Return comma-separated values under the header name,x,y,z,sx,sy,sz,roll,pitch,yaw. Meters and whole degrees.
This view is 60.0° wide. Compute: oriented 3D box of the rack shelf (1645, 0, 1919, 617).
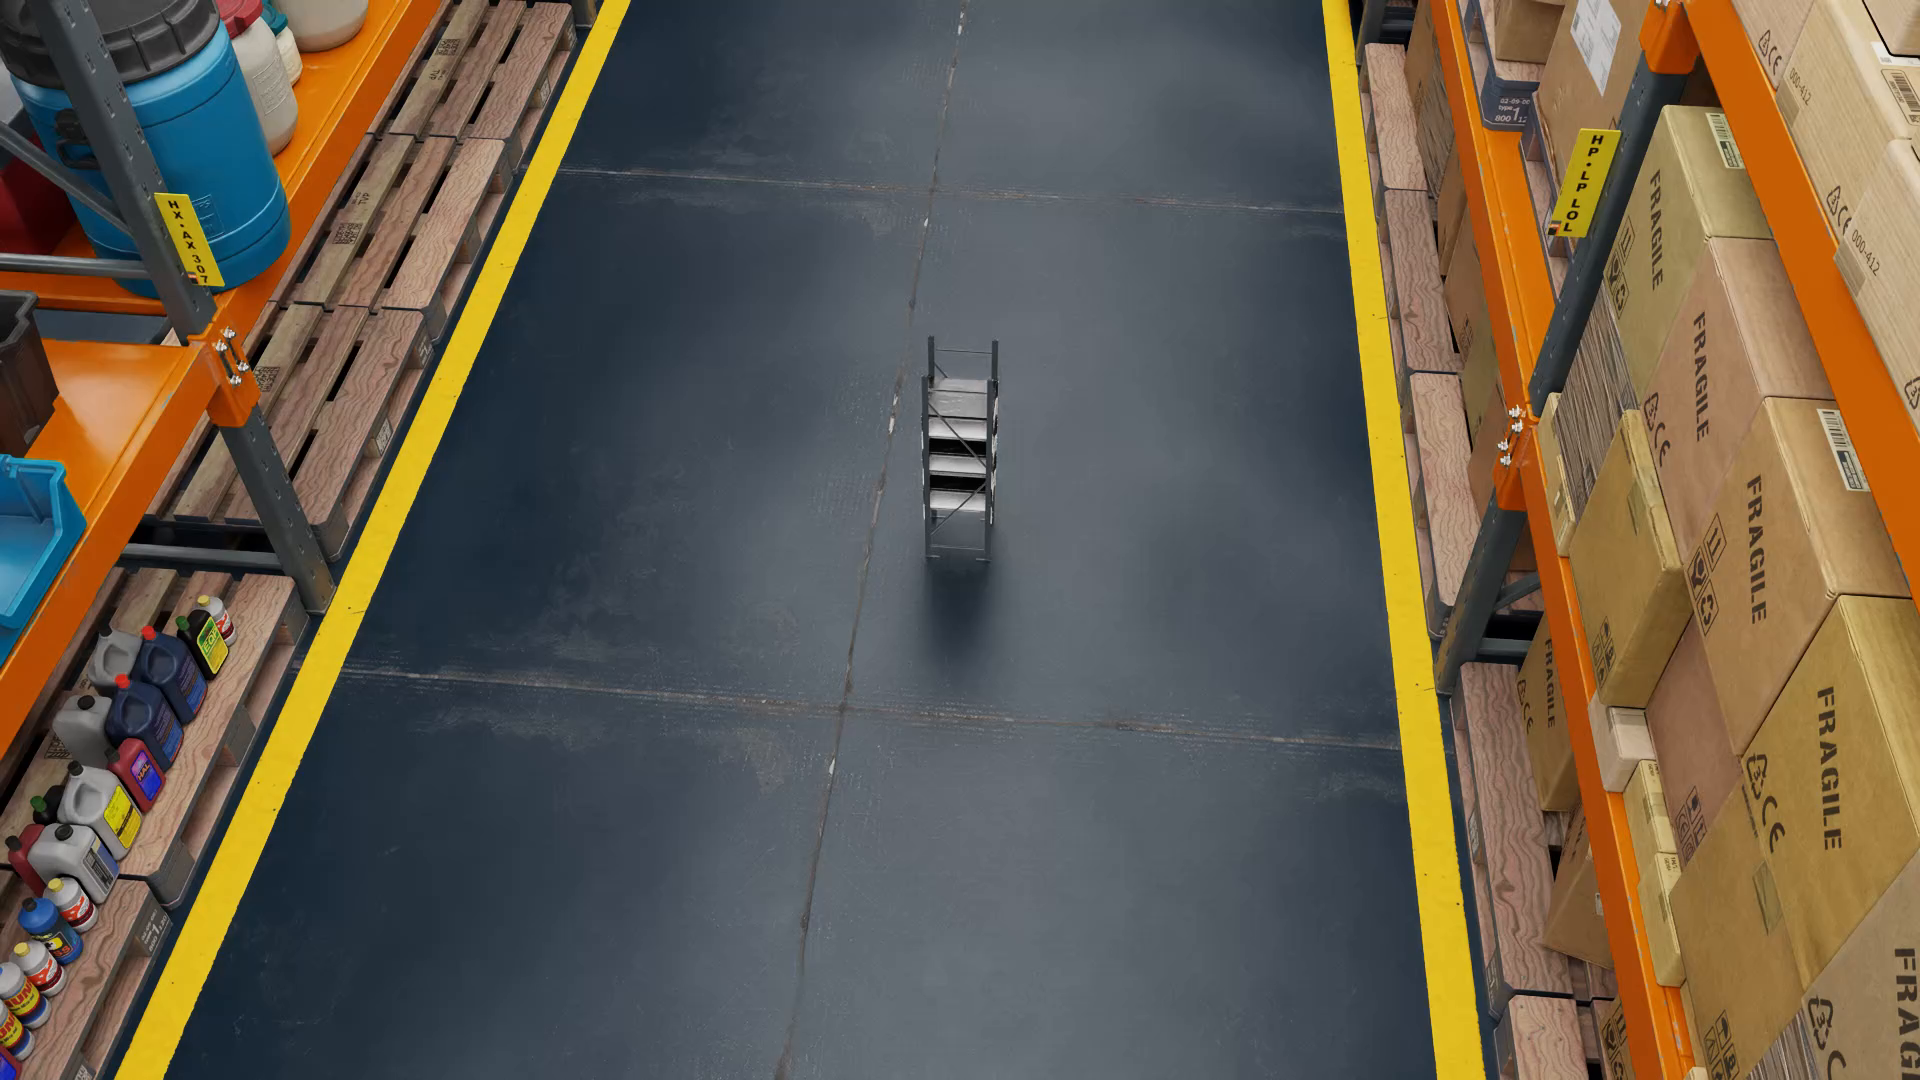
name,x,y,z,sx,sy,sz,roll,pitch,yaw
rack shelf,1.969,0.213,2.477,1.077,0.370,4.000,4,48,4

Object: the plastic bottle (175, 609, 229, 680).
name,x,y,z,sx,sy,sz,roll,pitch,yaw
plastic bottle,-2.496,0.324,5.463,0.061,0.283,0.133,6,48,5

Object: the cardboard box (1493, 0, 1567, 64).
name,x,y,z,sx,sy,sz,roll,pitch,yaw
cardboard box,2.218,-1.943,5.640,0.797,0.503,0.637,8,48,8

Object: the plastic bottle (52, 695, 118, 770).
name,x,y,z,sx,sy,sz,roll,pitch,yaw
plastic bottle,-2.720,0.593,5.222,0.152,0.276,0.135,4,48,4

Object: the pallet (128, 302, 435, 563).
name,x,y,z,sx,sy,sz,roll,pitch,yaw
pallet,-2.748,-0.458,6.526,1.003,0.211,1.213,4,48,4

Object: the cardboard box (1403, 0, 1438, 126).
name,x,y,z,sx,sy,sz,roll,pitch,yaw
cardboard box,2.475,-2.237,7.659,0.700,0.500,0.500,2,48,1

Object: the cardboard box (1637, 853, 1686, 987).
name,x,y,z,sx,sy,sz,roll,pitch,yaw
cardboard box,1.709,0.839,3.620,0.380,0.149,0.250,4,48,4

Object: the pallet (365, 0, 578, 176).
name,x,y,z,sx,sy,sz,roll,pitch,yaw
pallet,-2.525,-2.251,8.166,1.003,0.211,1.213,4,48,4

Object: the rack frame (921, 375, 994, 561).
name,x,y,z,sx,sy,sz,roll,pitch,yaw
rack frame,-0.009,-0.235,5.855,0.240,0.900,0.006,4,48,4

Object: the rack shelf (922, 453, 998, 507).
name,x,y,z,sx,sy,sz,roll,pitch,yaw
rack shelf,0.001,-0.226,6.014,0.258,0.077,0.200,4,48,4

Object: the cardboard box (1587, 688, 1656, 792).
name,x,y,z,sx,sy,sz,roll,pitch,yaw
cardboard box,1.724,0.469,3.958,0.380,0.149,0.250,4,48,4

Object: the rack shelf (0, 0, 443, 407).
name,x,y,z,sx,sy,sz,roll,pitch,yaw
rack shelf,-2.598,-2.047,6.577,1.077,0.370,4.000,4,48,4

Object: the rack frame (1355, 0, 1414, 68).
name,x,y,z,sx,sy,sz,roll,pitch,yaw
rack frame,2.516,-3.426,7.351,1.000,3.000,0.127,4,48,4

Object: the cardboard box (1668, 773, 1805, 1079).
name,x,y,z,sx,sy,sz,roll,pitch,yaw
cardboard box,1.936,0.809,3.208,0.875,0.500,0.500,4,48,4

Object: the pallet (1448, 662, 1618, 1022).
name,x,y,z,sx,sy,sz,roll,pitch,yaw
pallet,2.126,0.950,5.238,1.003,0.211,1.213,4,48,4

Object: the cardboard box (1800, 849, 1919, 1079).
name,x,y,z,sx,sy,sz,roll,pitch,yaw
cardboard box,1.679,0.825,2.516,0.500,0.500,0.500,4,48,4

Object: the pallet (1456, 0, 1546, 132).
name,x,y,z,sx,sy,sz,roll,pitch,yaw
pallet,2.377,-1.904,6.089,1.003,0.211,1.213,4,48,4

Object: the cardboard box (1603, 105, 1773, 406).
name,x,y,z,sx,sy,sz,roll,pitch,yaw
cardboard box,1.857,-0.645,3.860,0.500,0.500,0.500,4,48,4

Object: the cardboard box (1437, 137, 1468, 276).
name,x,y,z,sx,sy,sz,roll,pitch,yaw
cardboard box,2.392,-1.412,6.904,0.700,0.500,0.500,7,48,7

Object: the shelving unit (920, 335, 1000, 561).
name,x,y,z,sx,sy,sz,roll,pitch,yaw
shelving unit,0.001,-0.310,5.923,0.258,0.900,0.210,4,48,4

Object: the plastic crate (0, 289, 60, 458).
name,x,y,z,sx,sy,sz,roll,pitch,yaw
plastic crate,-2.955,-0.423,4.646,0.767,0.338,0.504,4,48,4

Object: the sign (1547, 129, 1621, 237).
name,x,y,z,sx,sy,sz,roll,pitch,yaw
sign,1.599,-0.912,4.267,0.100,0.325,0.005,4,48,4

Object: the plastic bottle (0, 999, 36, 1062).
name,x,y,z,sx,sy,sz,roll,pitch,yaw
plastic bottle,-2.638,1.329,4.553,0.097,0.271,0.097,0,48,0

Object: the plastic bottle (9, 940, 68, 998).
name,x,y,z,sx,sy,sz,roll,pitch,yaw
plastic bottle,-2.620,1.206,4.713,0.097,0.201,0.097,0,48,0

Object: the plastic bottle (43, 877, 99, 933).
name,x,y,z,sx,sy,sz,roll,pitch,yaw
plastic bottle,-2.602,1.055,4.851,0.097,0.201,0.097,0,48,0

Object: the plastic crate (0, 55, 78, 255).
name,x,y,z,sx,sy,sz,roll,pitch,yaw
plastic crate,-3.041,-1.218,5.288,0.402,0.464,0.583,4,48,4

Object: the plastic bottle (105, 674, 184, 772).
name,x,y,z,sx,sy,sz,roll,pitch,yaw
plastic bottle,-2.570,0.559,5.203,0.144,0.351,0.185,2,48,2

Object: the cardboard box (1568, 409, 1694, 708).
name,x,y,z,sx,sy,sz,roll,pitch,yaw
cardboard box,1.968,0.071,3.883,0.875,0.500,0.500,4,48,4

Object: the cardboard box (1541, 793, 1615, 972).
name,x,y,z,sx,sy,sz,roll,pitch,yaw
cardboard box,2.031,0.928,4.778,0.500,0.500,0.500,18,50,16

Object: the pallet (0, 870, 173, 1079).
name,x,y,z,sx,sy,sz,roll,pitch,yaw
pallet,-2.992,1.511,4.725,1.003,0.211,1.213,4,48,4

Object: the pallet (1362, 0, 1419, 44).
name,x,y,z,sx,sy,sz,roll,pitch,yaw
pallet,2.663,-3.059,8.905,1.003,0.211,1.213,4,48,4

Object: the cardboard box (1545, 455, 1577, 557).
name,x,y,z,sx,sy,sz,roll,pitch,yaw
cardboard box,1.797,-0.081,4.462,0.380,0.149,0.250,4,48,4

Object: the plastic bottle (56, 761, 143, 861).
name,x,y,z,sx,sy,sz,roll,pitch,yaw
plastic bottle,-2.599,0.797,4.986,0.144,0.351,0.185,4,48,3

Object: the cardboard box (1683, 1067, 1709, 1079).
name,x,y,z,sx,sy,sz,roll,pitch,yaw
cardboard box,1.640,1.205,3.286,0.380,0.149,0.250,4,48,4

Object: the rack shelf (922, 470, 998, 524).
name,x,y,z,sx,sy,sz,roll,pitch,yaw
rack shelf,0.001,-0.166,6.081,0.258,0.077,0.200,4,48,4

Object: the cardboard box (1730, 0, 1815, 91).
name,x,y,z,sx,sy,sz,roll,pitch,yaw
cardboard box,1.856,-1.135,3.324,0.500,0.250,0.500,2,48,2

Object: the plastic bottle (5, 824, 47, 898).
name,x,y,z,sx,sy,sz,roll,pitch,yaw
plastic bottle,-2.724,0.932,4.908,0.061,0.283,0.133,4,48,4

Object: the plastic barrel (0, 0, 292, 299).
name,x,y,z,sx,sy,sz,roll,pitch,yaw
plastic barrel,-2.444,-1.253,5.023,0.600,0.901,0.708,4,48,4

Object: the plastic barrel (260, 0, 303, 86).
name,x,y,z,sx,sy,sz,roll,pitch,yaw
plastic barrel,-2.507,-1.735,5.898,0.301,0.262,0.301,0,48,0

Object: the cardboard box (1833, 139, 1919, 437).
name,x,y,z,sx,sy,sz,roll,pitch,yaw
cardboard box,1.756,-0.382,2.635,0.500,0.250,0.500,2,48,2

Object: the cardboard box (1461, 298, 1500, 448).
name,x,y,z,sx,sy,sz,roll,pitch,yaw
cardboard box,2.291,-0.591,6.153,0.700,0.500,0.500,4,48,3

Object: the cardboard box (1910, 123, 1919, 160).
name,x,y,z,sx,sy,sz,roll,pitch,yaw
cardboard box,1.722,-0.594,2.559,0.380,0.149,0.250,3,48,3

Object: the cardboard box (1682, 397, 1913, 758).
name,x,y,z,sx,sy,sz,roll,pitch,yaw
cardboard box,1.767,0.090,3.188,0.500,0.500,0.500,4,48,4

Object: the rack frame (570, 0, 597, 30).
name,x,y,z,sx,sy,sz,roll,pitch,yaw
rack frame,-2.416,-3.759,7.655,1.000,3.000,0.127,4,48,4

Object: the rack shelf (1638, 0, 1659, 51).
name,x,y,z,sx,sy,sz,roll,pitch,yaw
rack shelf,2.334,-2.726,5.165,1.077,0.370,4.000,4,48,4

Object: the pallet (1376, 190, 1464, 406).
name,x,y,z,sx,sy,sz,roll,pitch,yaw
pallet,2.330,-1.017,7.037,1.003,0.211,1.213,4,48,4

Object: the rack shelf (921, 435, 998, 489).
name,x,y,z,sx,sy,sz,roll,pitch,yaw
rack shelf,0.001,-0.287,5.948,0.258,0.077,0.200,4,48,4
